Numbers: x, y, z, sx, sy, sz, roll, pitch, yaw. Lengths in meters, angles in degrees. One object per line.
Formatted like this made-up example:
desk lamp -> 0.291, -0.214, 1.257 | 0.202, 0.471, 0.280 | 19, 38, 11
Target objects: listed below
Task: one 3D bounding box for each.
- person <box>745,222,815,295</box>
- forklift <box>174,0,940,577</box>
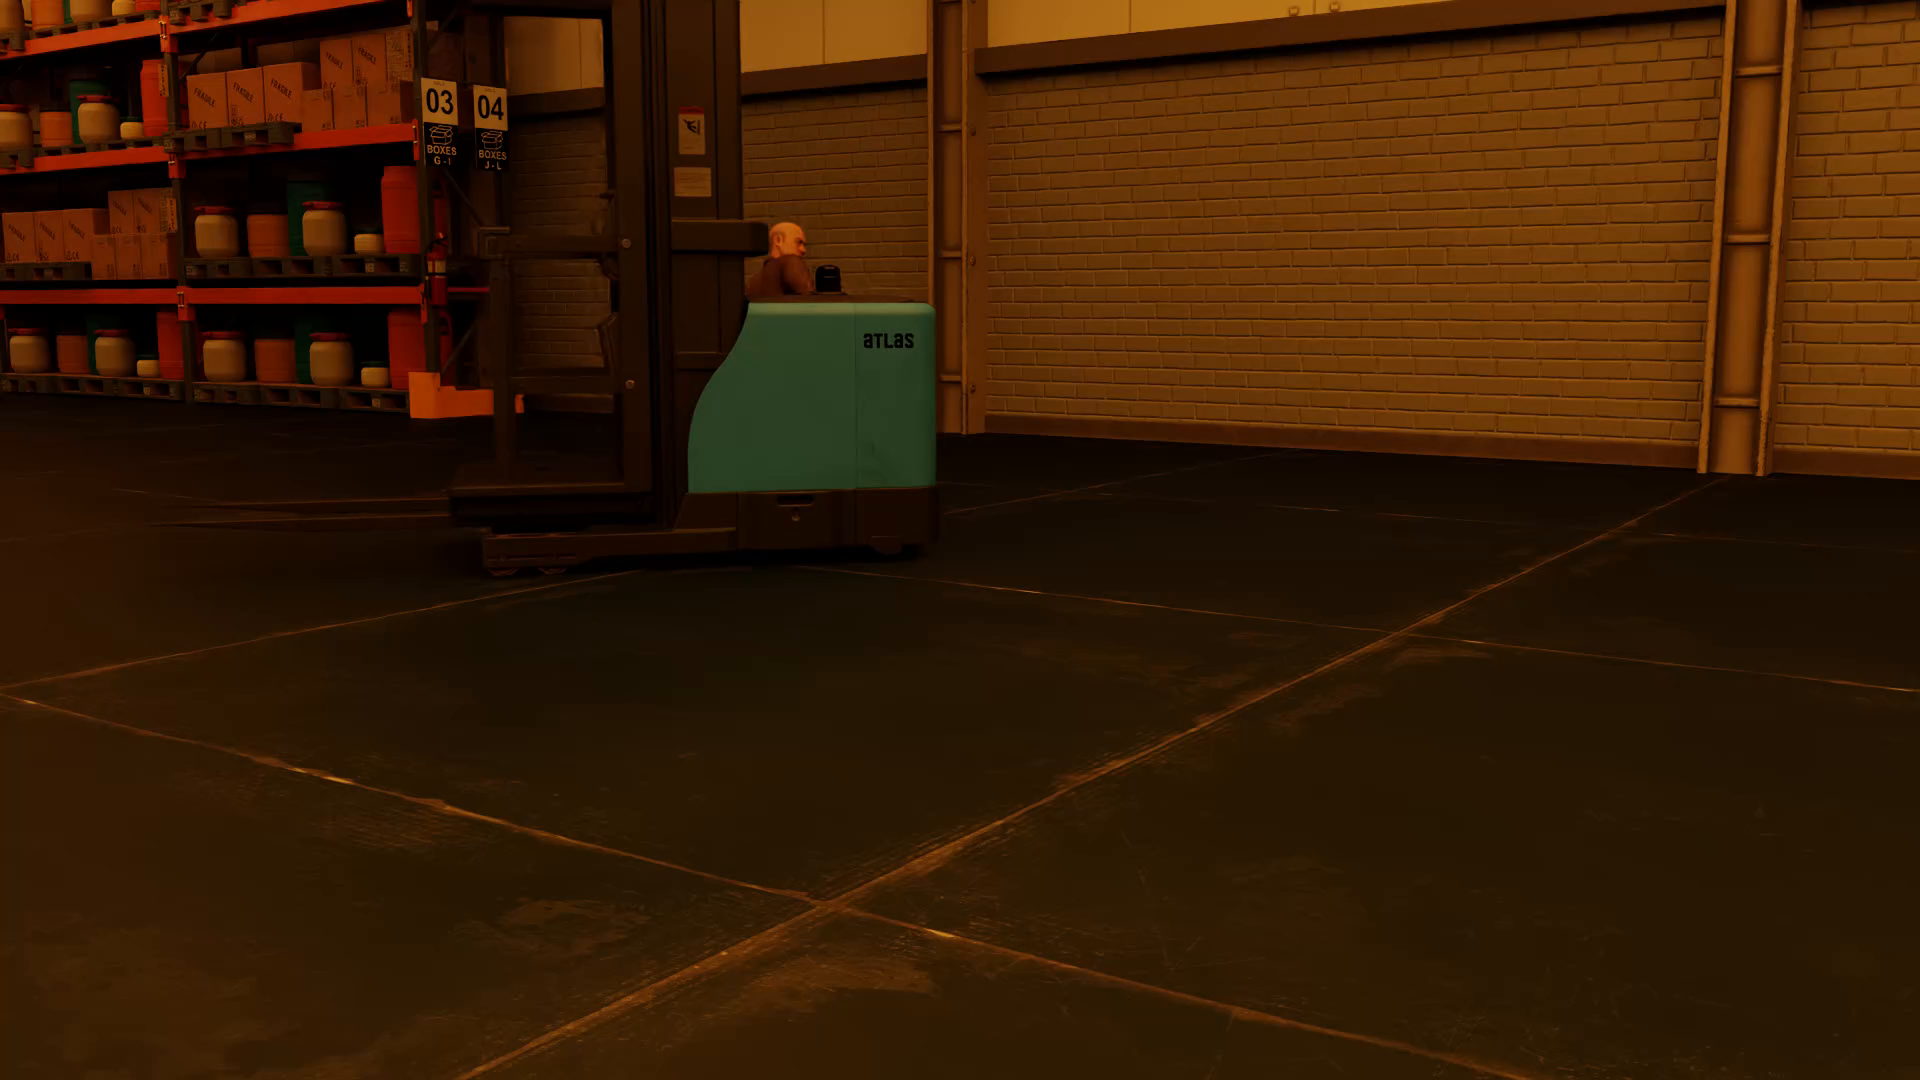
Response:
person -> -0.870, -0.925, 8.936 | 0.830, 1.537, 0.675 | 6, 10, 34
forklift -> -1.660, -1.388, 6.955 | 3.031, 2.935, 1.130 | -2, 8, -13
